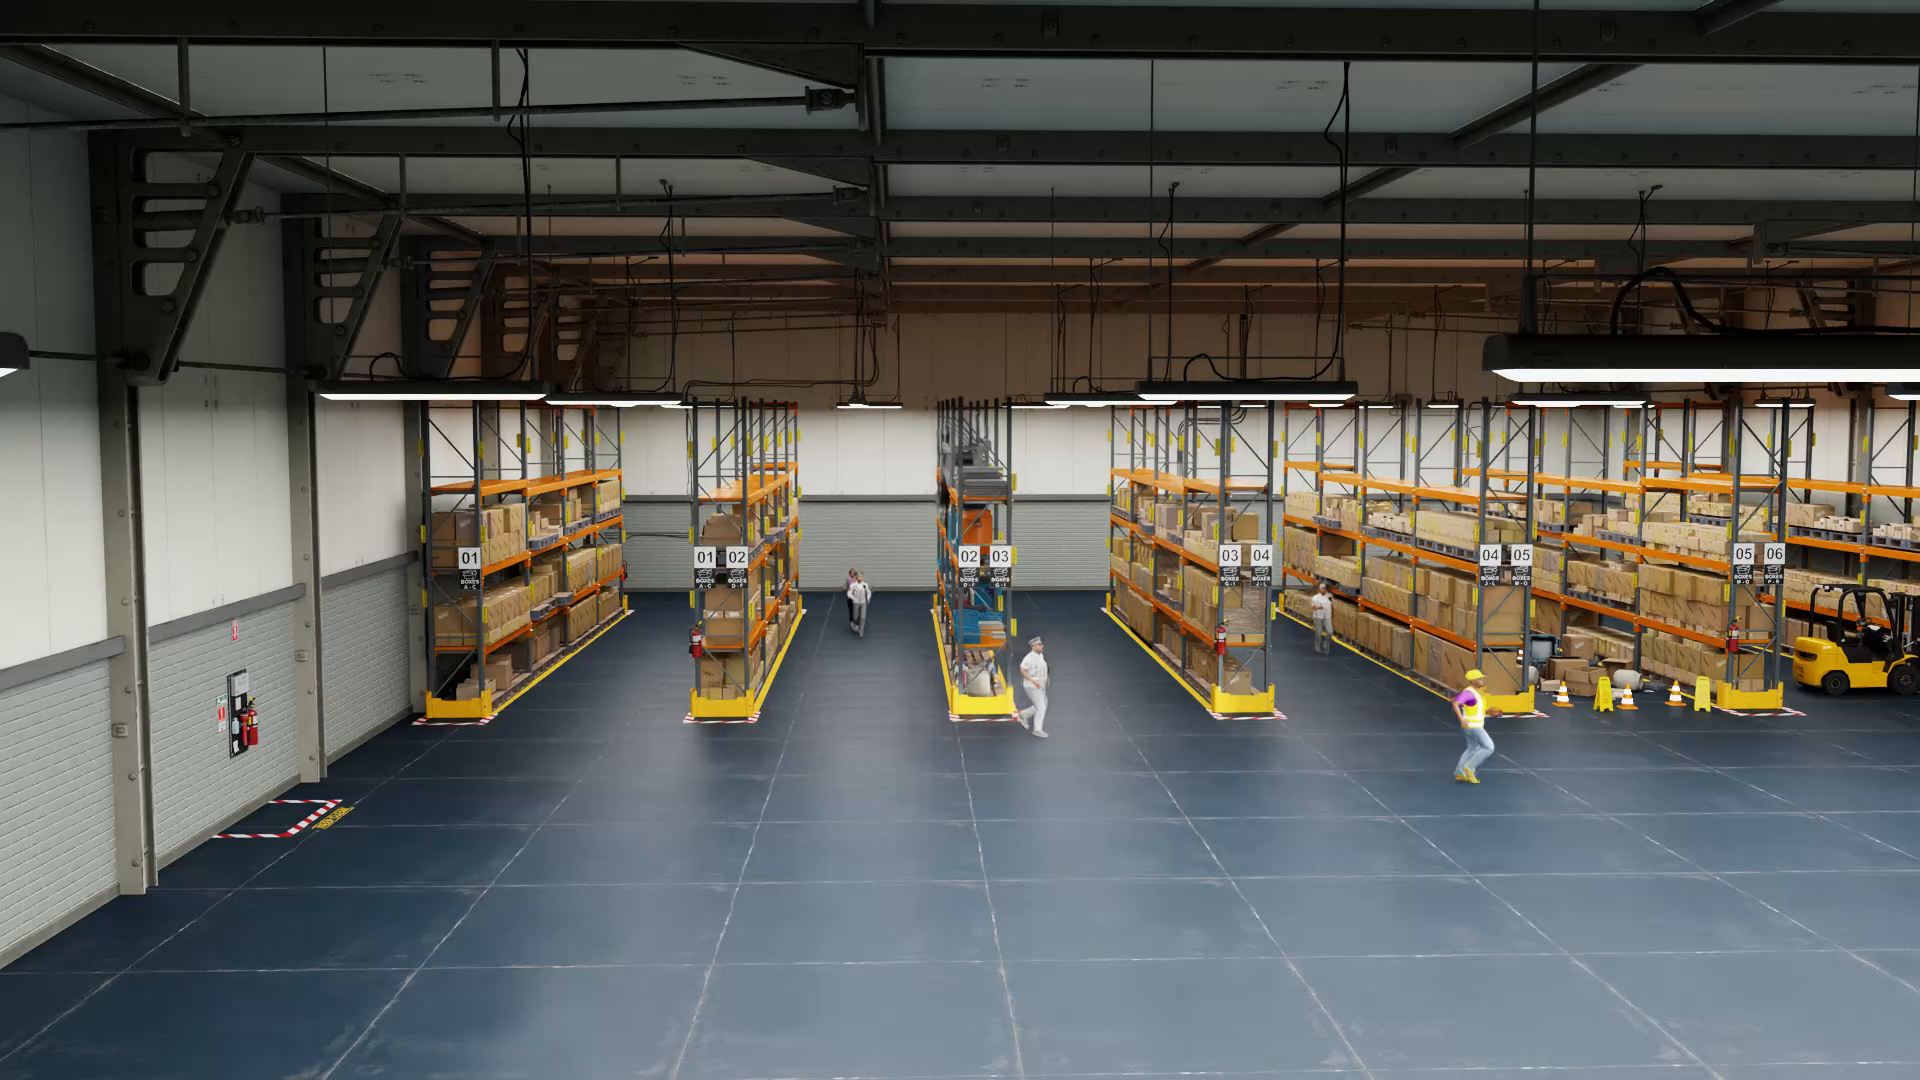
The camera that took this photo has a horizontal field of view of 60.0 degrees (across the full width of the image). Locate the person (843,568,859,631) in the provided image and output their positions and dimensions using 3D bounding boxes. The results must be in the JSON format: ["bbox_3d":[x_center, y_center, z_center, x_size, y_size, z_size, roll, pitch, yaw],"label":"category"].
[{"bbox_3d":[-2.814,1.554,43.652,0.522,1.642,0.751,-1,4,-8],"label":"person"}]

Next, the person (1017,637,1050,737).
[{"bbox_3d":[1.286,2.582,29.486,0.682,1.769,0.689,2,5,28],"label":"person"}]

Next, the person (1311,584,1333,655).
[{"bbox_3d":[8.565,1.880,39.201,0.583,1.701,0.660,0,4,-4],"label":"person"}]

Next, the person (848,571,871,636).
[{"bbox_3d":[-2.562,1.617,42.506,0.620,1.645,0.663,-1,5,-11],"label":"person"}]

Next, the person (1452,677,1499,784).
[{"bbox_3d":[7.939,2.890,25.569,0.666,1.708,0.695,2,5,23],"label":"person"}]
